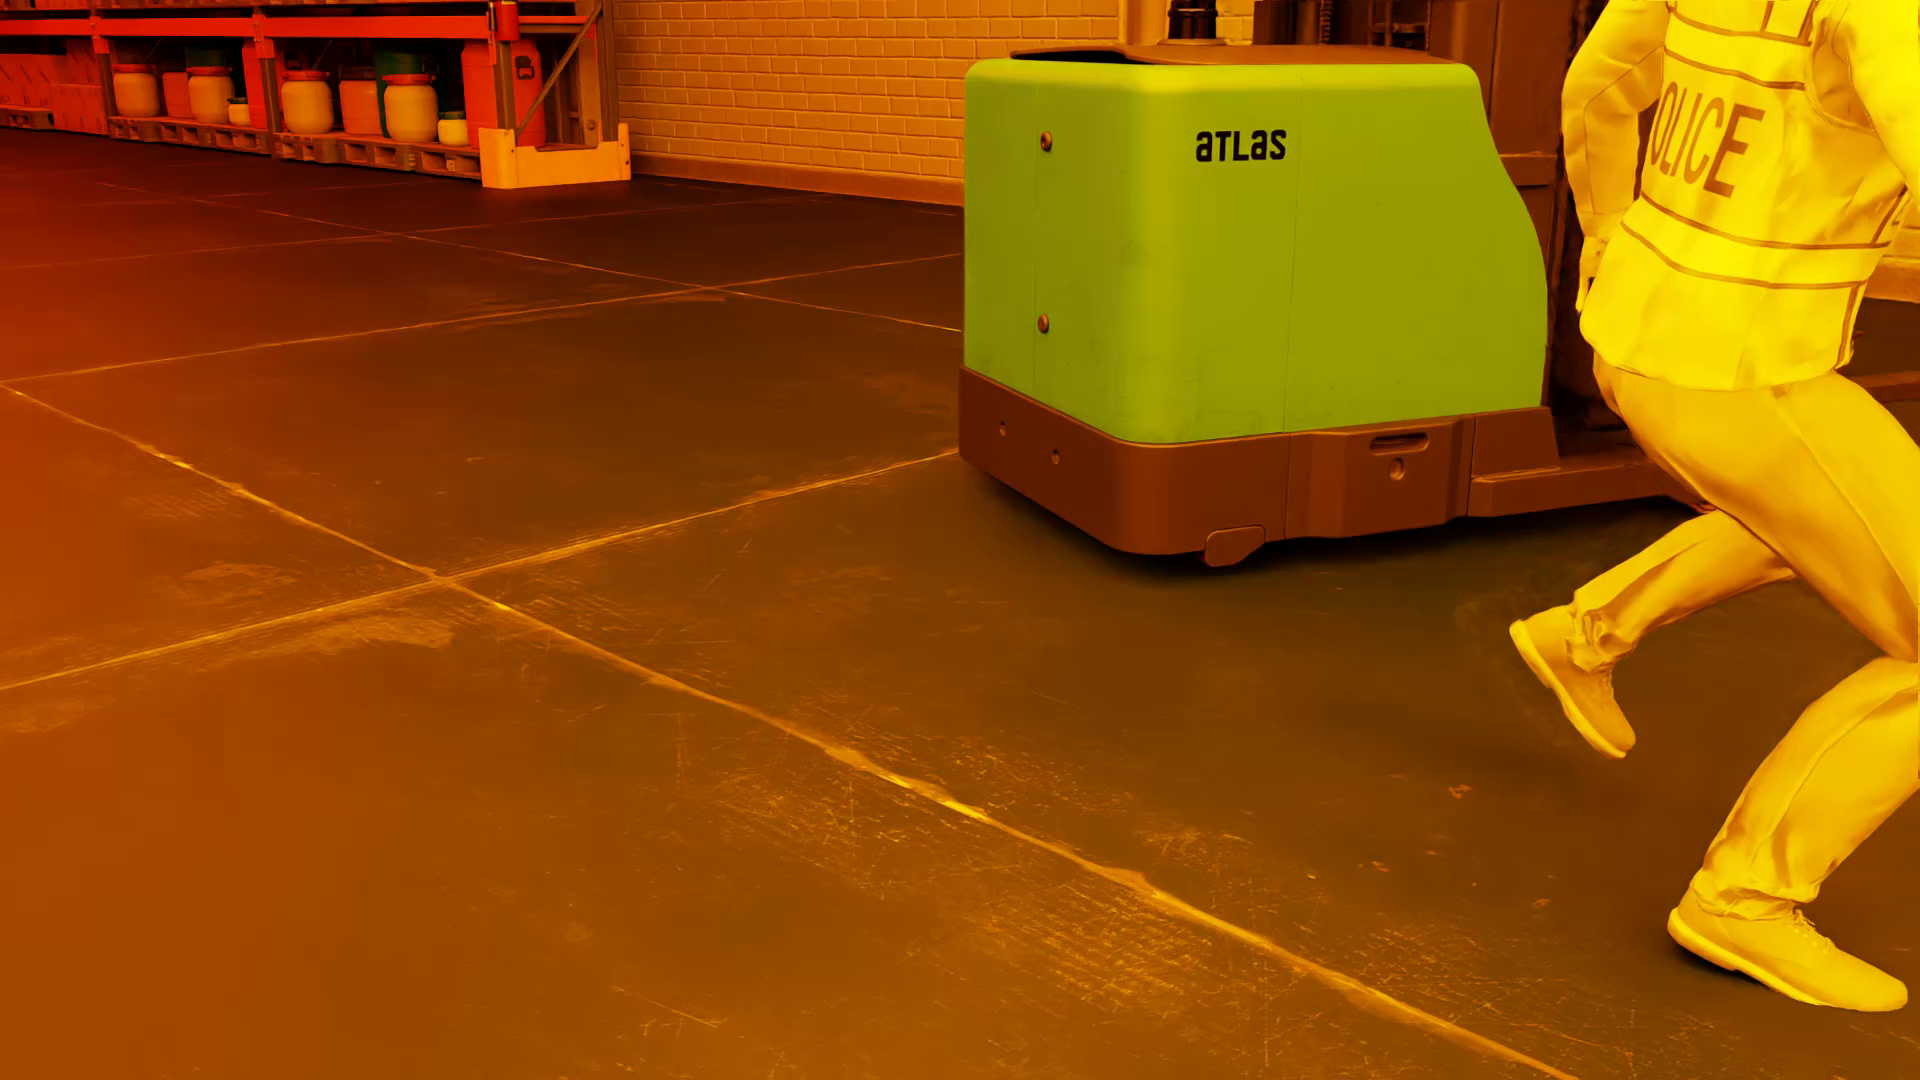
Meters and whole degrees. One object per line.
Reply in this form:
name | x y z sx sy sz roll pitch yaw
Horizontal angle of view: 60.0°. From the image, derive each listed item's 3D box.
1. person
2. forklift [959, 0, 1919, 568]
person | 1.038 -0.227 2.084 0.483 1.555 0.908 2 17 5
forklift | 1.566 -1.600 4.110 3.031 2.935 1.130 -7 18 -21
